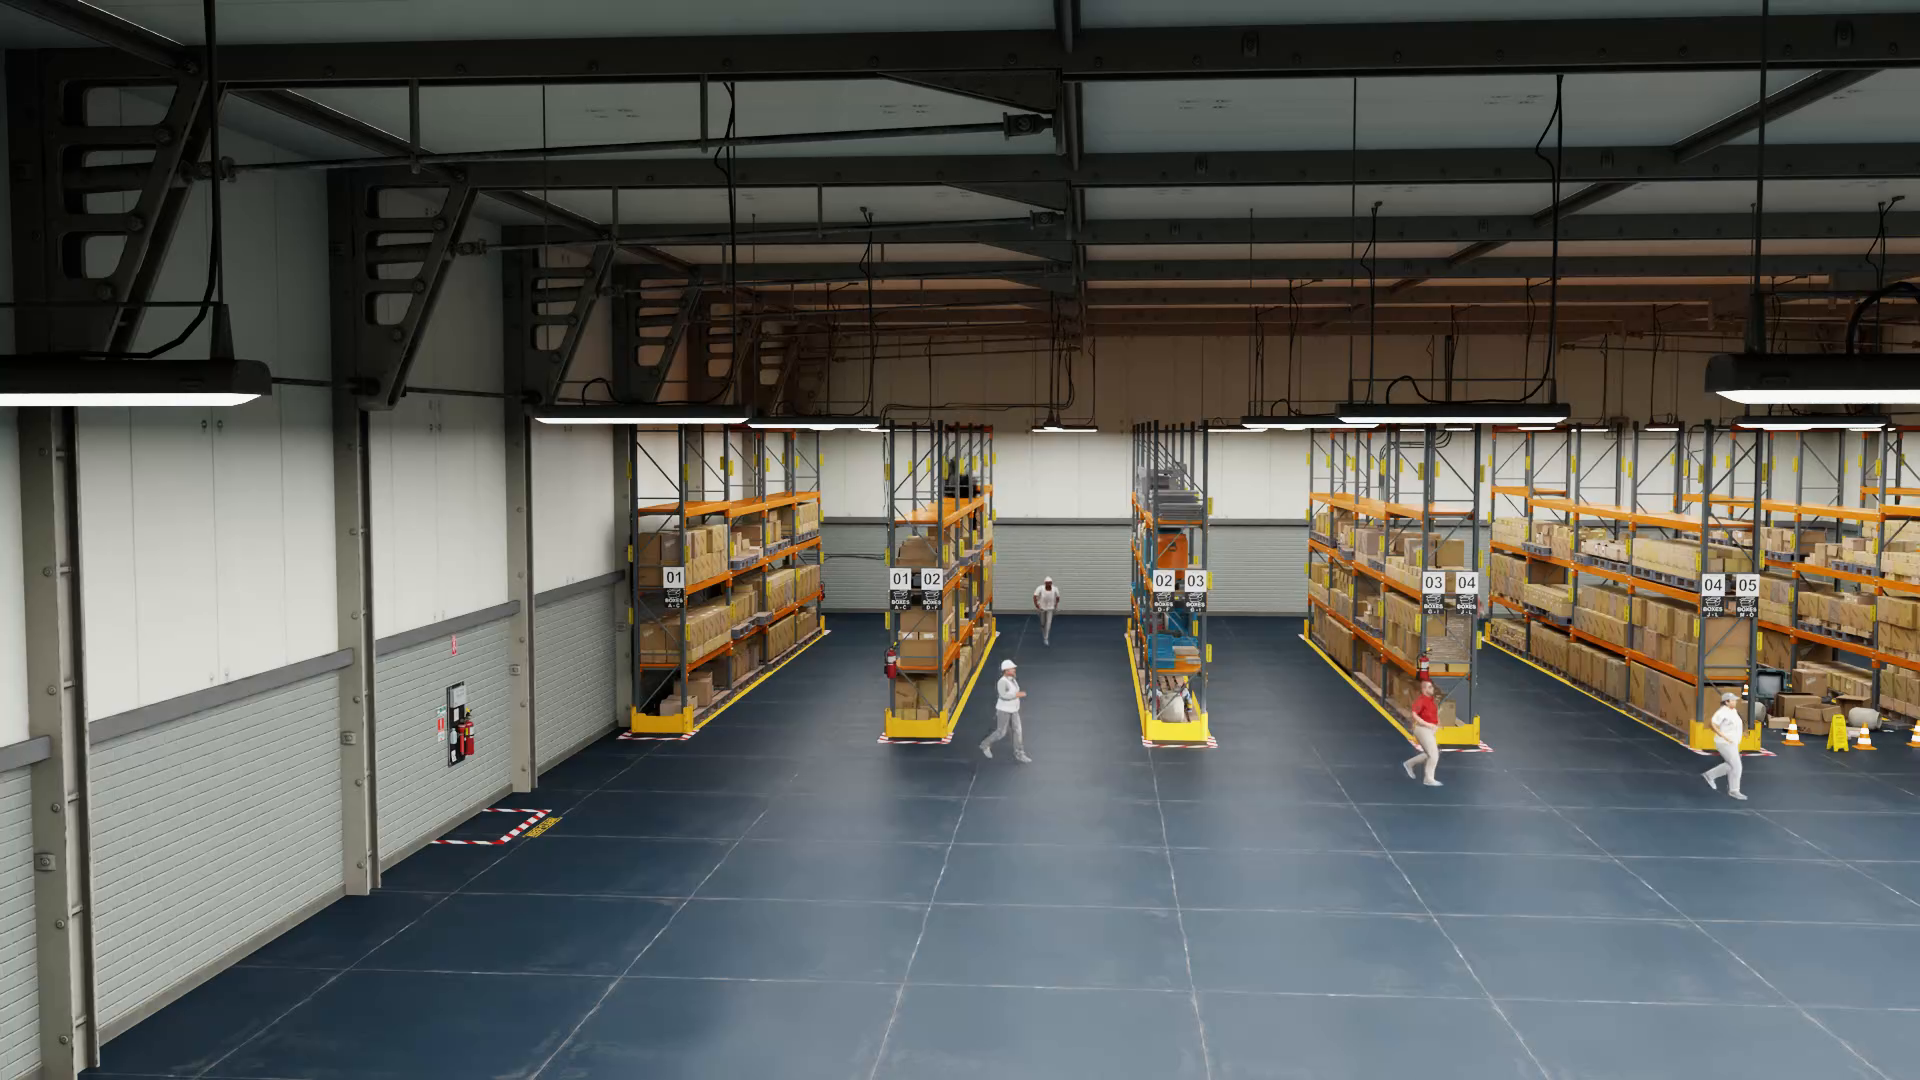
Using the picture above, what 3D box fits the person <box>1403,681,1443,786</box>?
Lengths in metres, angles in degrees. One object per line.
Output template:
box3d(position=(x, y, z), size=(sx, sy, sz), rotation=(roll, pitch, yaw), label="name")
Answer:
box3d(position=(7.623, 3.175, 27.345), size=(0.687, 1.715, 0.688), rotation=(2, 4, 32), label="person")

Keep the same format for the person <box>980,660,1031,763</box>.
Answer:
box3d(position=(0.807, 2.971, 28.997), size=(0.969, 1.768, 0.652), rotation=(2, 4, 29), label="person")

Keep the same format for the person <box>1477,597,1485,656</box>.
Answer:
box3d(position=(13.376, 2.086, 43.496), size=(0.668, 1.784, 0.951), rotation=(0, 4, 2), label="person")

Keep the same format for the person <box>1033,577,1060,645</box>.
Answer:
box3d(position=(2.270, 1.831, 43.640), size=(0.703, 1.769, 0.950), rotation=(0, 4, -1), label="person")

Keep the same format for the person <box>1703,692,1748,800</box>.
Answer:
box3d(position=(12.124, 3.236, 26.331), size=(0.715, 1.663, 0.613), rotation=(3, 5, 43), label="person")
